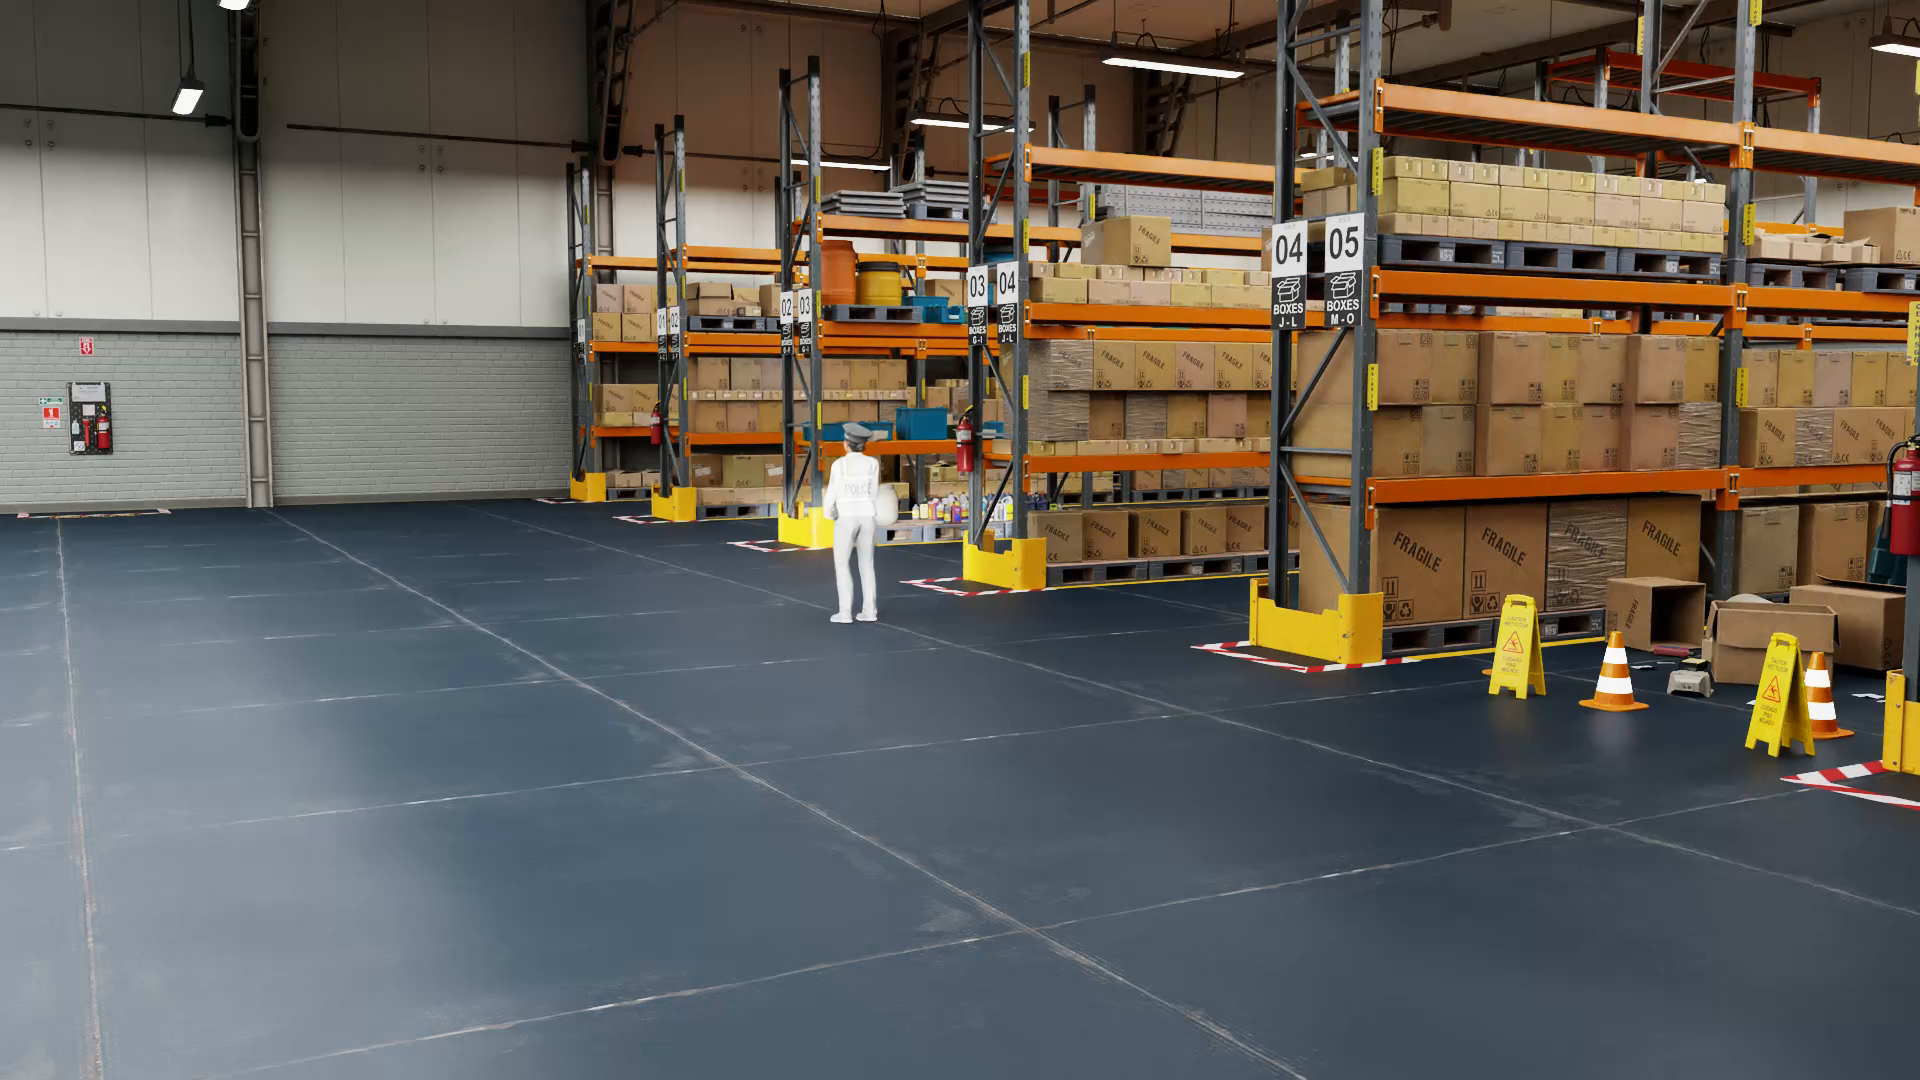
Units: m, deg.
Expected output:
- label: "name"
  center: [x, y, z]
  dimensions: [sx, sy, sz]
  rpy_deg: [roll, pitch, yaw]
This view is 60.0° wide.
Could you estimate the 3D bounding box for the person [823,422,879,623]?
- label: "person"
  center: [-0.919, -0.147, 14.064]
  dimensions: [0.460, 1.682, 0.536]
  rpy_deg: [-3, 6, -28]
